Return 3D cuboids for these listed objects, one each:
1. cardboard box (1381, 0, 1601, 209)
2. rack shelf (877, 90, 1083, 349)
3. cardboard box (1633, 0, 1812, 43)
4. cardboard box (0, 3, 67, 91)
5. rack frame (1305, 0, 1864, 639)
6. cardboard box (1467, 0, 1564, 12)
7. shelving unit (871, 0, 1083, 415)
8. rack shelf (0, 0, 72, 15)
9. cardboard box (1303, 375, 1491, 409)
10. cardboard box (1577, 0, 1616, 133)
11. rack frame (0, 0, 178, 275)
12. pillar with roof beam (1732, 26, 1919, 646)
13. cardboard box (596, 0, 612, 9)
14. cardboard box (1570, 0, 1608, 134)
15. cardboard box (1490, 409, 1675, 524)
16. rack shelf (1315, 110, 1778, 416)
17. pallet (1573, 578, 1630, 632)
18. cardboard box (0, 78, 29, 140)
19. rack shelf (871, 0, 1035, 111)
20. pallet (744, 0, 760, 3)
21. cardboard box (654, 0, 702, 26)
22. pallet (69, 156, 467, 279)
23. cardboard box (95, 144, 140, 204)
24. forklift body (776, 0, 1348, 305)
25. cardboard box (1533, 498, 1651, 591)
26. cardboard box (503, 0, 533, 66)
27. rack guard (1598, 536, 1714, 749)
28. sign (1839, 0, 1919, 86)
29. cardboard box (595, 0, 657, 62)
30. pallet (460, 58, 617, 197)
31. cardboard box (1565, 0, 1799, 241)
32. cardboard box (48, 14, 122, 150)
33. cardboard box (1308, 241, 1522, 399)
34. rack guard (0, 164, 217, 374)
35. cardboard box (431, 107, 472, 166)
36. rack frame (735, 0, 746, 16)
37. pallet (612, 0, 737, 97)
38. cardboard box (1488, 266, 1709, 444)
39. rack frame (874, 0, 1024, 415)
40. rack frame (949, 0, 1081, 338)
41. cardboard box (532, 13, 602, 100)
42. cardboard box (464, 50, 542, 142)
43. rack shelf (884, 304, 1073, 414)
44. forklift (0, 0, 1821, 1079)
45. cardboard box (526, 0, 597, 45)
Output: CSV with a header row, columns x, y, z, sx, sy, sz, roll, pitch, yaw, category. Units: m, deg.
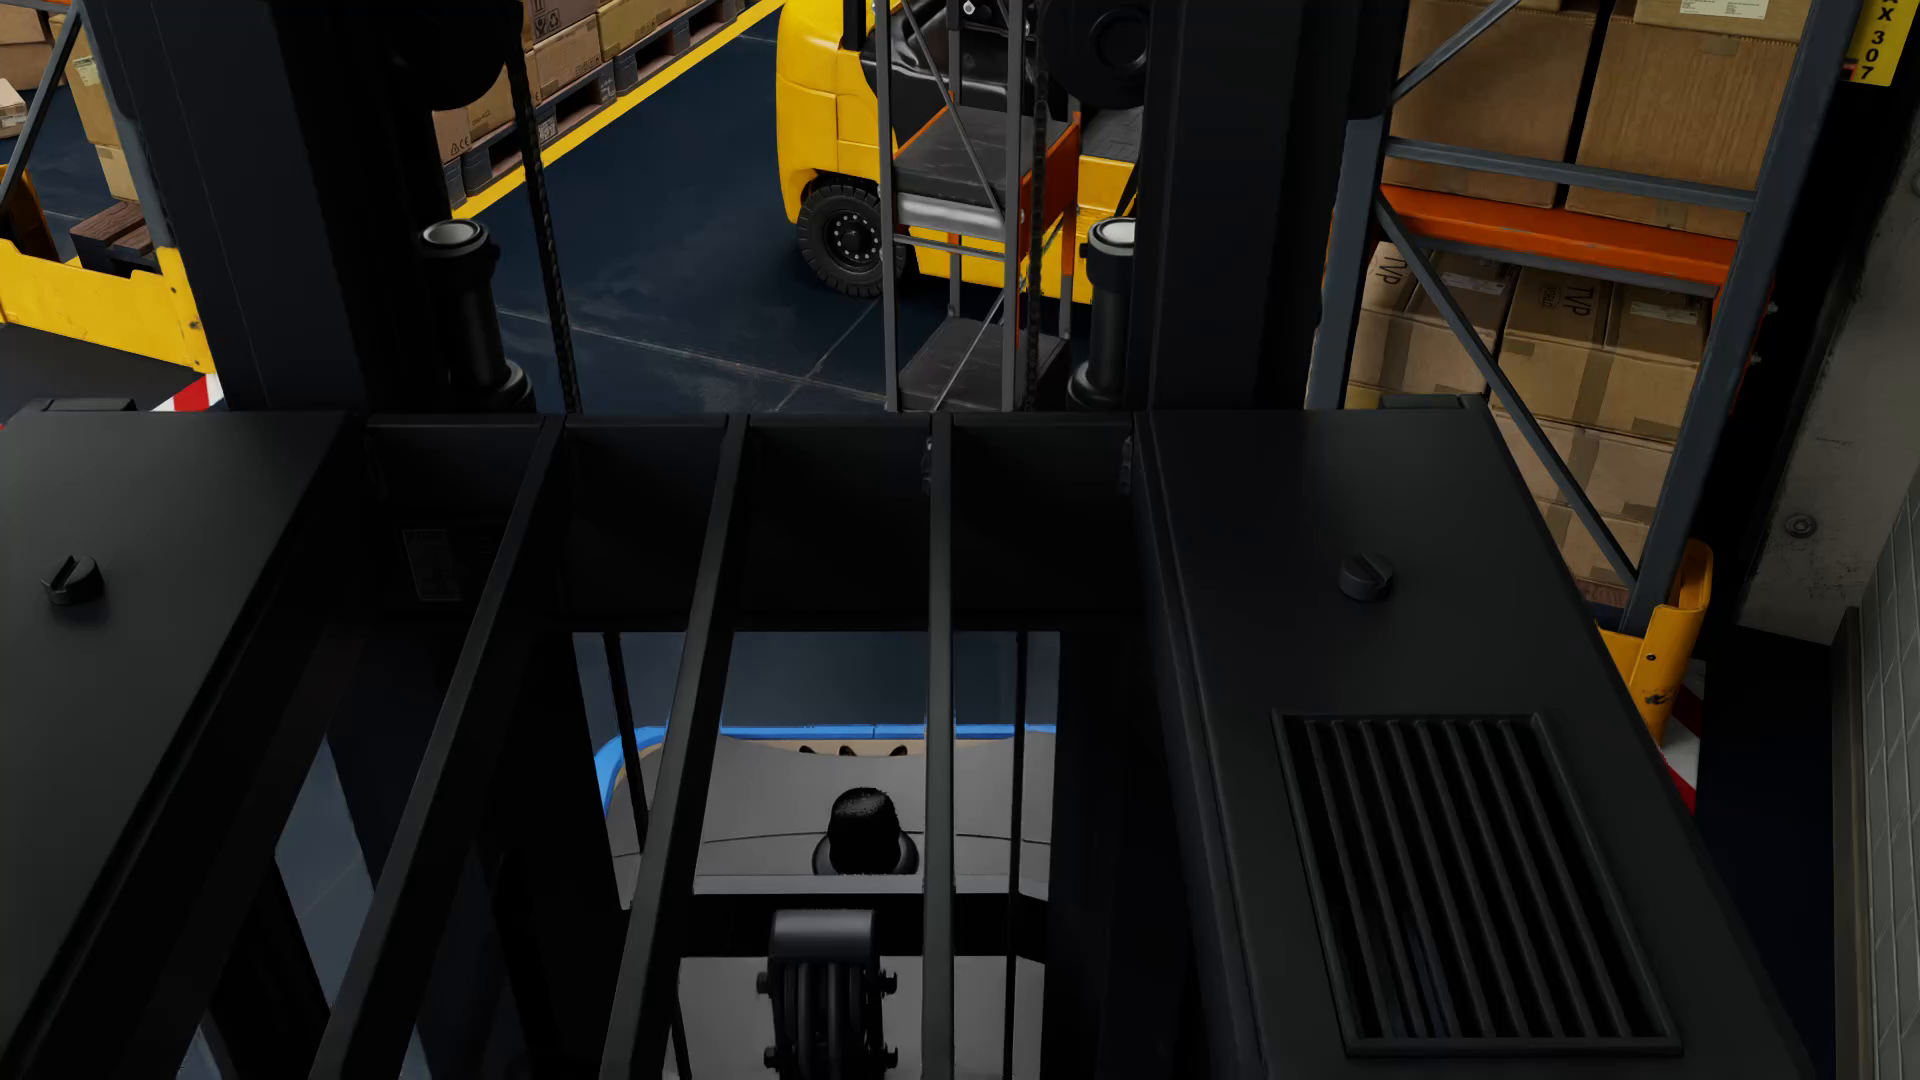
x,y,z,sx,sy,sz,roll,pitch,yaw,category
1.348,-1.222,4.296,0.500,0.500,0.500,13,39,17,cardboard box
0.063,-0.922,4.752,0.431,0.518,0.480,14,39,18,rack shelf
1.773,-1.278,3.829,0.380,0.149,0.250,13,39,17,cardboard box
-4.861,-2.528,8.211,0.797,0.503,0.637,-11,38,-14,cardboard box
1.404,-0.850,3.881,1.000,3.000,0.127,14,39,18,rack frame
1.276,-1.405,3.999,0.380,0.149,0.250,14,39,18,cardboard box
0.063,-0.933,4.744,0.431,2.100,0.503,14,39,18,shelving unit
-2.427,-2.798,7.088,1.077,0.370,4.000,14,39,18,rack shelf
1.300,-0.458,4.885,0.500,0.250,0.500,13,39,17,cardboard box
2.027,-1.394,4.526,0.500,0.500,0.500,15,39,19,cardboard box
-3.188,-1.978,5.391,1.000,3.000,0.127,14,39,18,rack frame
-1.479,-4.414,3.638,9.100,9.000,0.400,14,39,18,pillar with roof beam
-1.835,-2.890,7.930,0.500,0.500,0.500,15,39,19,cardboard box
1.554,-1.507,4.678,0.500,0.500,0.500,15,39,19,cardboard box
1.775,-0.330,4.714,0.500,0.250,0.500,15,39,19,cardboard box
2.165,-1.669,5.578,1.077,0.370,4.000,14,39,18,rack shelf
1.656,-0.166,5.295,1.003,0.211,1.213,14,39,18,pallet
-4.558,-2.022,7.831,0.250,0.149,0.380,-25,43,-29,cardboard box
0.063,-1.482,4.333,0.431,0.518,0.480,14,39,18,rack shelf
-1.371,-3.508,9.766,1.003,0.211,1.213,14,39,18,pallet
-1.643,-2.871,8.532,0.500,0.250,0.500,16,40,20,cardboard box
-2.817,-1.345,6.874,1.003,0.211,1.213,14,39,18,pallet
-3.120,-1.567,6.787,0.500,0.250,0.500,14,39,18,cardboard box
0.438,-1.975,6.096,2.313,2.155,1.214,14,39,18,forklift body
1.771,-0.144,4.883,0.500,0.250,0.500,14,39,18,cardboard box
-2.224,-2.309,7.153,0.500,0.500,0.500,15,39,19,cardboard box
1.394,0.165,4.612,1.175,0.500,0.348,14,39,18,rack guard
1.915,-1.098,3.425,0.100,0.325,0.005,14,39,18,sign
-1.836,-2.574,8.134,0.500,0.250,0.500,13,39,17,cardboard box
-2.352,-2.018,7.774,1.003,0.211,1.213,14,39,18,pallet
1.849,-1.101,4.134,0.500,0.500,0.500,15,39,19,cardboard box
-3.125,-1.849,6.537,0.500,0.500,0.500,14,39,18,cardboard box
1.290,-0.643,4.716,0.500,0.250,0.500,15,39,19,cardboard box
-3.159,-1.019,6.196,1.175,0.500,0.348,14,39,18,rack guard
-2.424,-1.710,6.978,0.500,0.250,0.500,15,39,19,cardboard box
-1.666,-4.193,8.354,1.000,3.000,0.127,14,39,18,rack frame
-1.889,-2.696,8.681,1.003,0.211,1.213,14,39,18,pallet
1.761,-0.540,4.578,0.500,0.250,0.500,13,39,17,cardboard box
-0.030,-0.798,4.563,0.400,2.100,0.015,14,39,18,rack frame
0.156,-1.068,4.925,0.400,2.100,0.015,14,39,18,rack frame
-2.034,-2.294,7.759,0.500,0.250,0.500,14,39,18,cardboard box
-2.228,-2.015,7.386,0.500,0.250,0.500,16,40,21,cardboard box
0.063,-0.361,5.171,0.431,0.518,0.480,14,39,18,rack shelf
-0.149,0.898,1.601,1.130,2.935,3.031,0,37,0,forklift
-2.028,-2.607,7.552,0.500,0.500,0.500,16,40,20,cardboard box
